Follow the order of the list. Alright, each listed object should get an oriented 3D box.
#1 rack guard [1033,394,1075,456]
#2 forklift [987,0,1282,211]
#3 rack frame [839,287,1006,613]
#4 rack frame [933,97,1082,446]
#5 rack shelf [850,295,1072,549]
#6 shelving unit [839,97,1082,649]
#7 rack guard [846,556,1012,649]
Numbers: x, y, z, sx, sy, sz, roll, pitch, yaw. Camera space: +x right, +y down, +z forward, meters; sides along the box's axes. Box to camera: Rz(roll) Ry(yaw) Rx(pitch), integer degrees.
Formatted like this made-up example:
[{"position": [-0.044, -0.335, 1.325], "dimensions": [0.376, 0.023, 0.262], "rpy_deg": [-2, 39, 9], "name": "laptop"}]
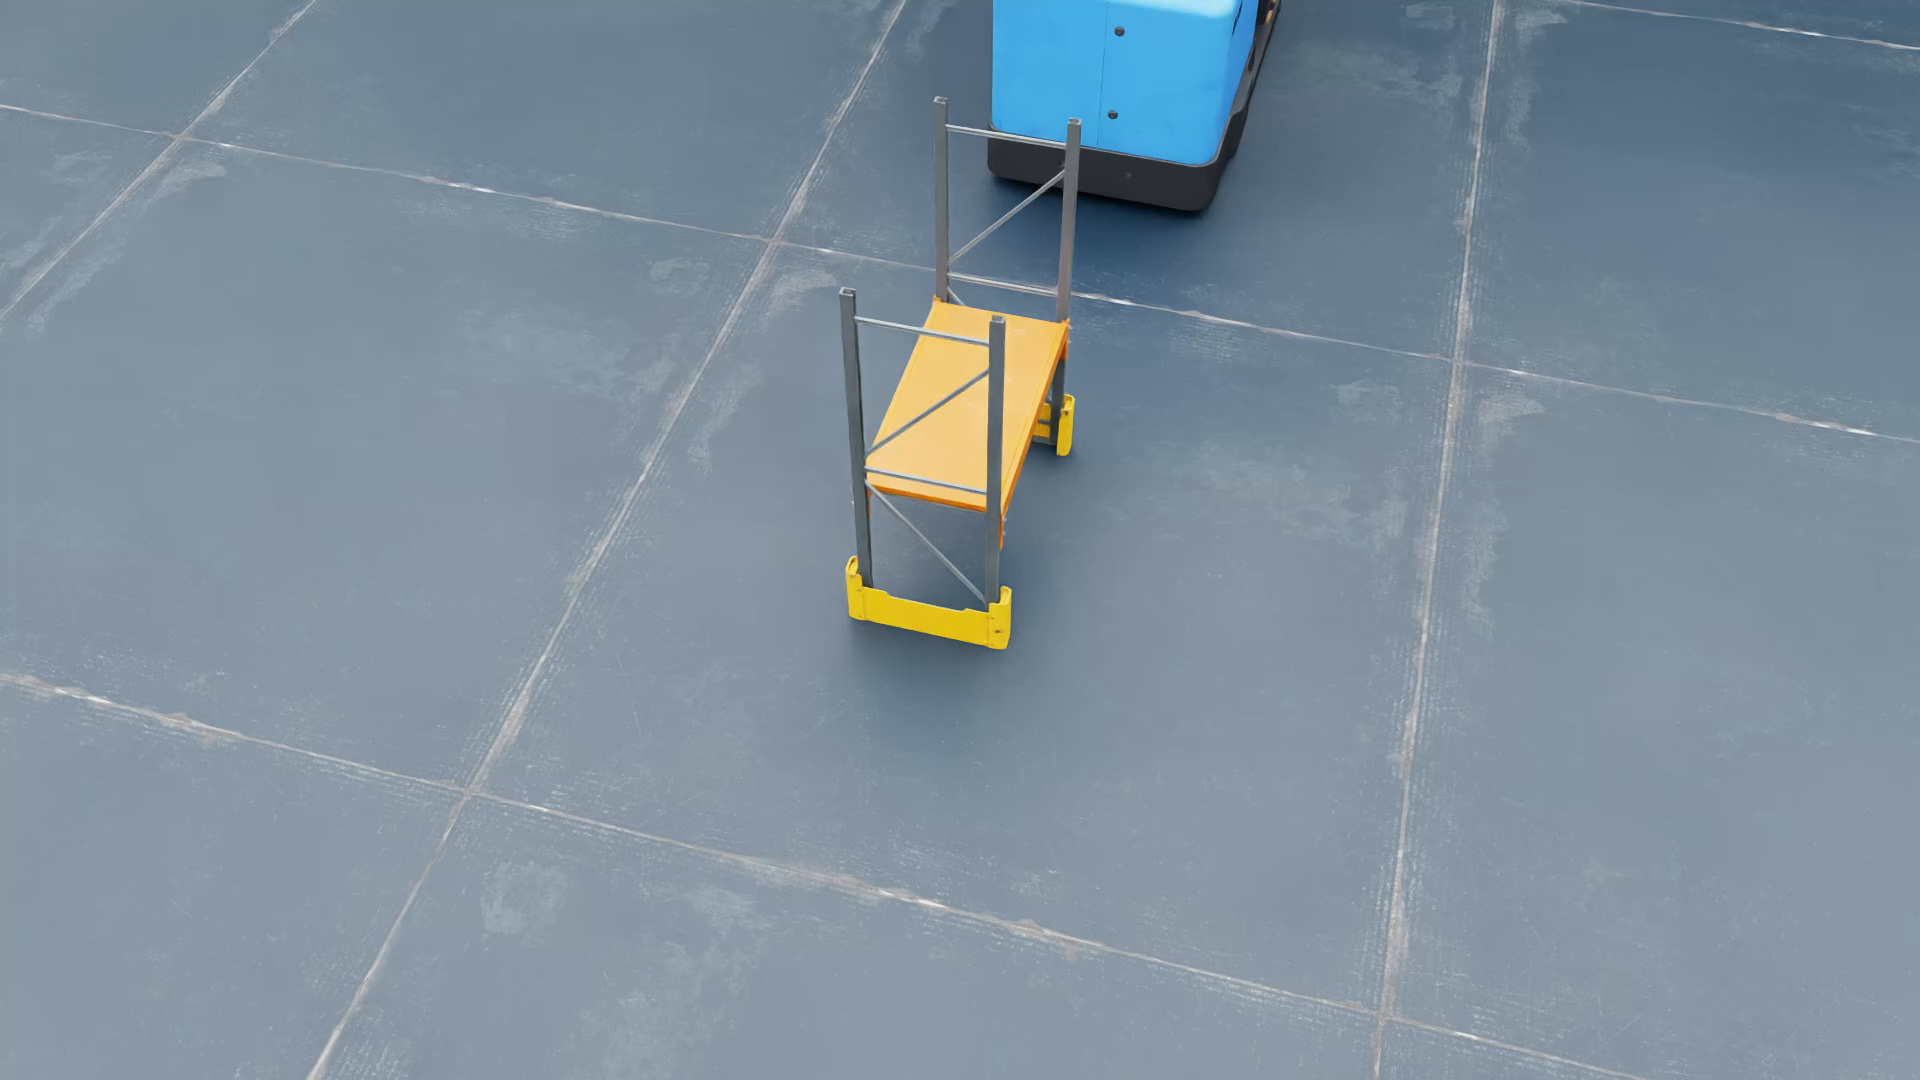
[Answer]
[{"position": [0.151, -0.498, 6.523], "dimensions": [0.587, 0.250, 0.087], "rpy_deg": [12, 50, 10], "name": "rack guard"}, {"position": [1.037, -3.578, 7.453], "dimensions": [1.130, 2.935, 3.031], "rpy_deg": [13, 50, 11], "name": "forklift"}, {"position": [-0.111, -0.190, 5.418], "dimensions": [0.500, 1.500, 0.032], "rpy_deg": [12, 50, 10], "name": "rack frame"}, {"position": [0.156, -0.926, 6.067], "dimensions": [0.500, 1.500, 0.032], "rpy_deg": [12, 50, 10], "name": "rack frame"}, {"position": [0.022, -0.439, 5.877], "dimensions": [0.538, 0.185, 1.000], "rpy_deg": [12, 50, 10], "name": "rack shelf"}, {"position": [0.020, -0.551, 5.736], "dimensions": [0.587, 1.500, 1.083], "rpy_deg": [12, 50, 10], "name": "shelving unit"}, {"position": [-0.111, 0.222, 5.887], "dimensions": [0.587, 0.250, 0.087], "rpy_deg": [12, 50, 10], "name": "rack guard"}]
